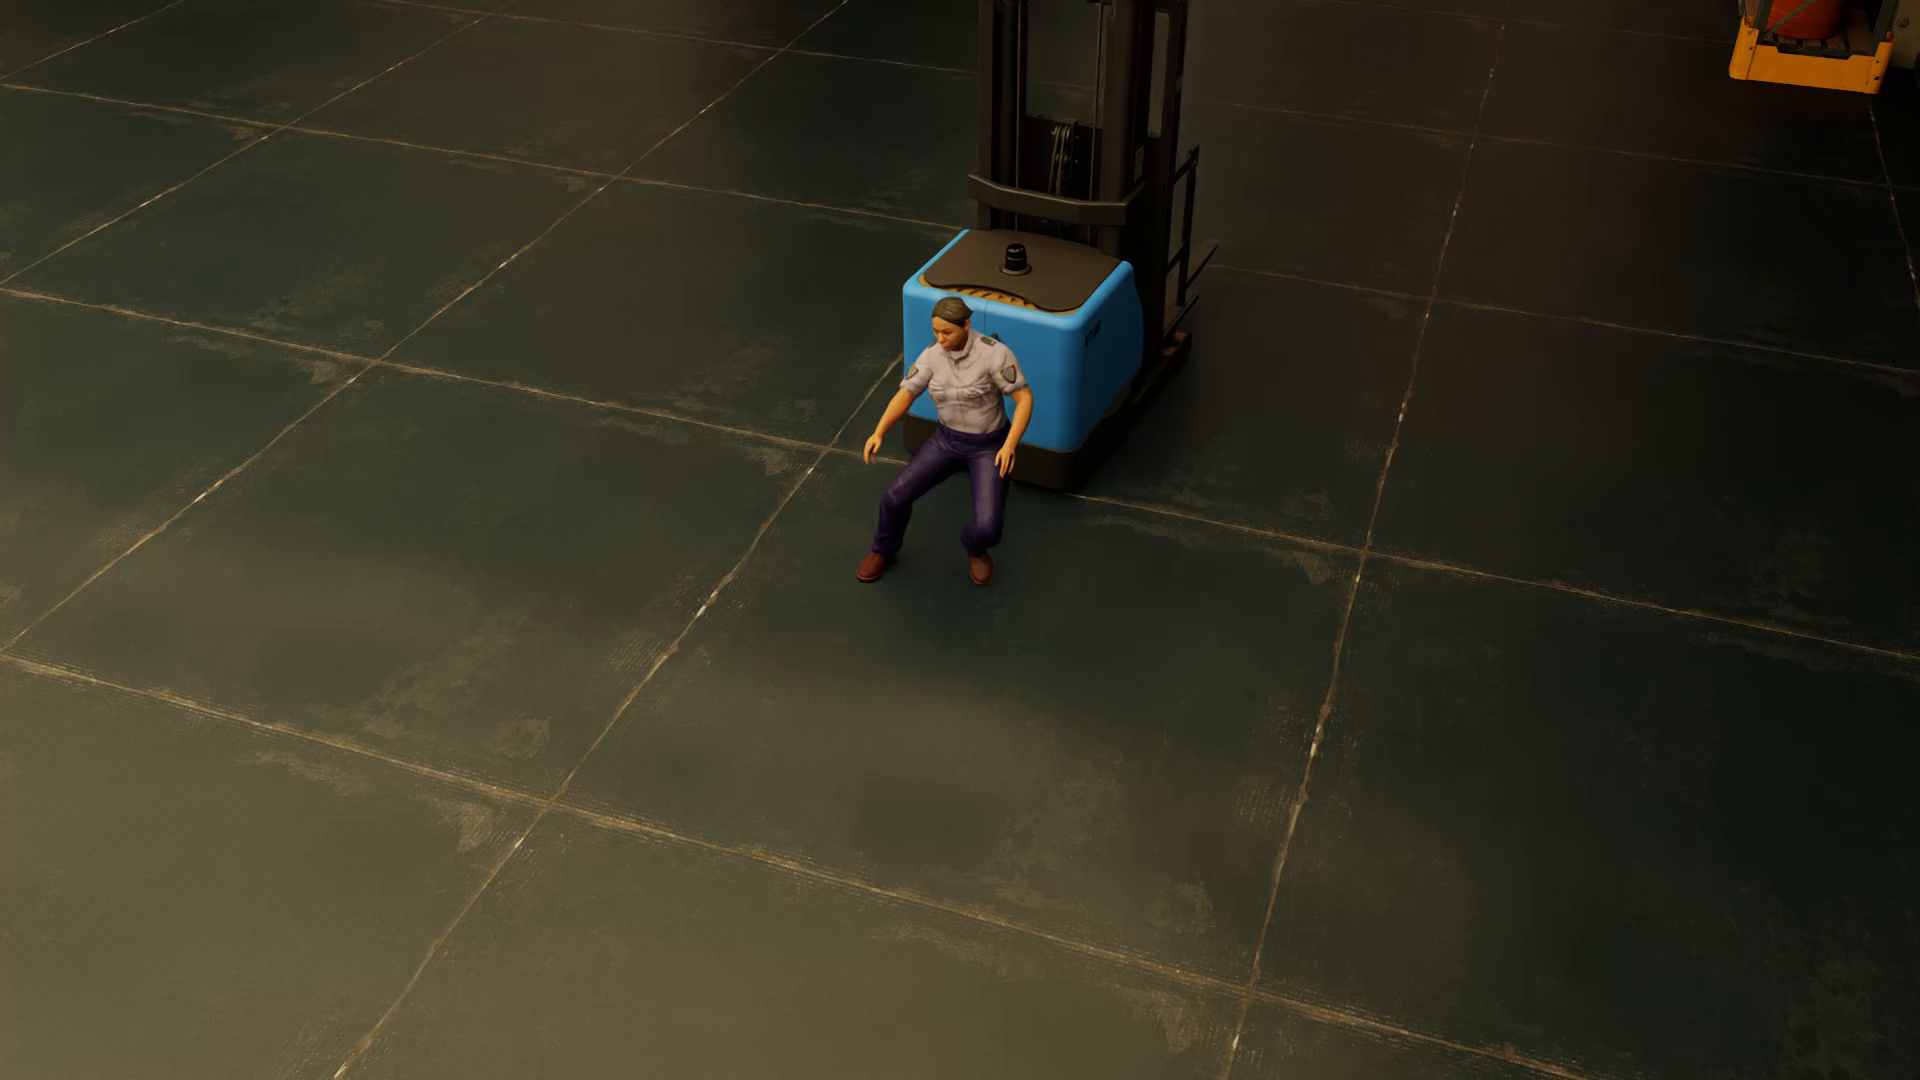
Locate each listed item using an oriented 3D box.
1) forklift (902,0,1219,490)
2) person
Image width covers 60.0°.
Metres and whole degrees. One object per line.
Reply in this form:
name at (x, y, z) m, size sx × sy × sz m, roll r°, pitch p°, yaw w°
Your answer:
forklift at (0.770, -2.304, 9.360) m, size 1.130 × 2.935 × 3.031 m, roll 15°, pitch 38°, yaw 20°
person at (-0.073, -0.413, 7.947) m, size 0.826 × 1.474 × 0.671 m, roll 18°, pitch 39°, yaw 23°
